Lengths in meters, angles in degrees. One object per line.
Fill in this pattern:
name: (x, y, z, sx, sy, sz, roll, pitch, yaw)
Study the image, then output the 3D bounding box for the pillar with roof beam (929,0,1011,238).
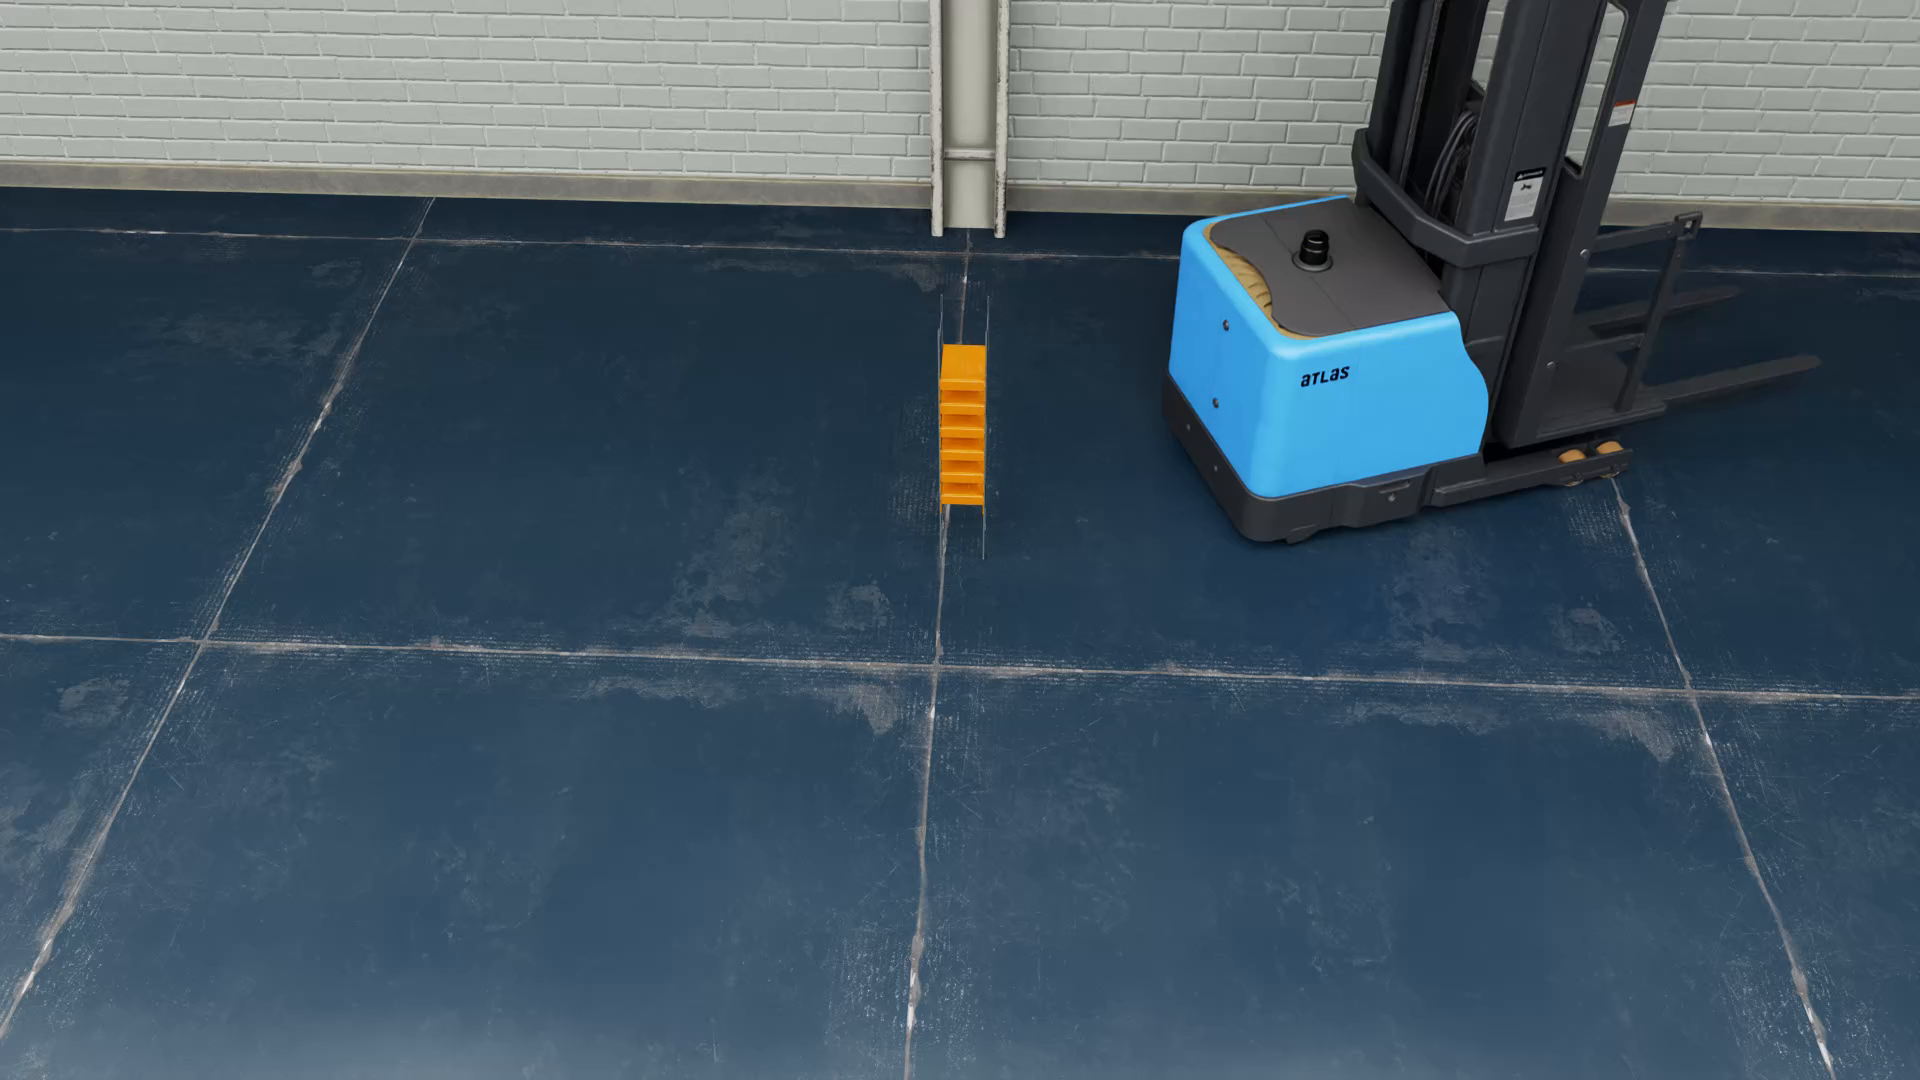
pillar with roof beam: (-0.141, -2.110, 2.913, 0.400, 9.000, 9.100, 2, 43, 2)

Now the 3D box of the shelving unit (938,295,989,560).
shelving unit: (0.014, -0.439, 6.841, 0.189, 1.200, 0.258, 2, 43, 2)

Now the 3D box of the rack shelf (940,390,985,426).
rack shelf: (0.014, -0.582, 6.707, 0.180, 0.103, 0.258, 2, 43, 2)

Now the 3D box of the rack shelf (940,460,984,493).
rack shelf: (0.014, -0.318, 6.953, 0.180, 0.103, 0.258, 2, 43, 2)

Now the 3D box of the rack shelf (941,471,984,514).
rack shelf: (0.014, -0.230, 7.034, 0.180, 0.103, 0.258, 2, 43, 2)

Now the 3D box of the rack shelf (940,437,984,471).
rack shelf: (0.014, -0.406, 6.871, 0.180, 0.103, 0.258, 2, 43, 2)

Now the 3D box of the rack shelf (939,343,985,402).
rack shelf: (0.014, -0.669, 6.625, 0.180, 0.103, 0.258, 2, 43, 2)

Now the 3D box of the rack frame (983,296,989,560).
rack frame: (0.106, -0.436, 6.838, 0.006, 1.200, 0.240, 2, 43, 2)

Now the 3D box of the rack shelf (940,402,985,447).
rack shelf: (0.014, -0.494, 6.789, 0.180, 0.103, 0.258, 2, 43, 2)

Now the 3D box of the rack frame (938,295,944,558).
rack frame: (-0.077, -0.441, 6.844, 0.006, 1.200, 0.240, 2, 43, 2)

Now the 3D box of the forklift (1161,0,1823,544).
forklift: (2.519, -1.646, 6.867, 3.031, 2.935, 1.130, -12, 44, -13)
